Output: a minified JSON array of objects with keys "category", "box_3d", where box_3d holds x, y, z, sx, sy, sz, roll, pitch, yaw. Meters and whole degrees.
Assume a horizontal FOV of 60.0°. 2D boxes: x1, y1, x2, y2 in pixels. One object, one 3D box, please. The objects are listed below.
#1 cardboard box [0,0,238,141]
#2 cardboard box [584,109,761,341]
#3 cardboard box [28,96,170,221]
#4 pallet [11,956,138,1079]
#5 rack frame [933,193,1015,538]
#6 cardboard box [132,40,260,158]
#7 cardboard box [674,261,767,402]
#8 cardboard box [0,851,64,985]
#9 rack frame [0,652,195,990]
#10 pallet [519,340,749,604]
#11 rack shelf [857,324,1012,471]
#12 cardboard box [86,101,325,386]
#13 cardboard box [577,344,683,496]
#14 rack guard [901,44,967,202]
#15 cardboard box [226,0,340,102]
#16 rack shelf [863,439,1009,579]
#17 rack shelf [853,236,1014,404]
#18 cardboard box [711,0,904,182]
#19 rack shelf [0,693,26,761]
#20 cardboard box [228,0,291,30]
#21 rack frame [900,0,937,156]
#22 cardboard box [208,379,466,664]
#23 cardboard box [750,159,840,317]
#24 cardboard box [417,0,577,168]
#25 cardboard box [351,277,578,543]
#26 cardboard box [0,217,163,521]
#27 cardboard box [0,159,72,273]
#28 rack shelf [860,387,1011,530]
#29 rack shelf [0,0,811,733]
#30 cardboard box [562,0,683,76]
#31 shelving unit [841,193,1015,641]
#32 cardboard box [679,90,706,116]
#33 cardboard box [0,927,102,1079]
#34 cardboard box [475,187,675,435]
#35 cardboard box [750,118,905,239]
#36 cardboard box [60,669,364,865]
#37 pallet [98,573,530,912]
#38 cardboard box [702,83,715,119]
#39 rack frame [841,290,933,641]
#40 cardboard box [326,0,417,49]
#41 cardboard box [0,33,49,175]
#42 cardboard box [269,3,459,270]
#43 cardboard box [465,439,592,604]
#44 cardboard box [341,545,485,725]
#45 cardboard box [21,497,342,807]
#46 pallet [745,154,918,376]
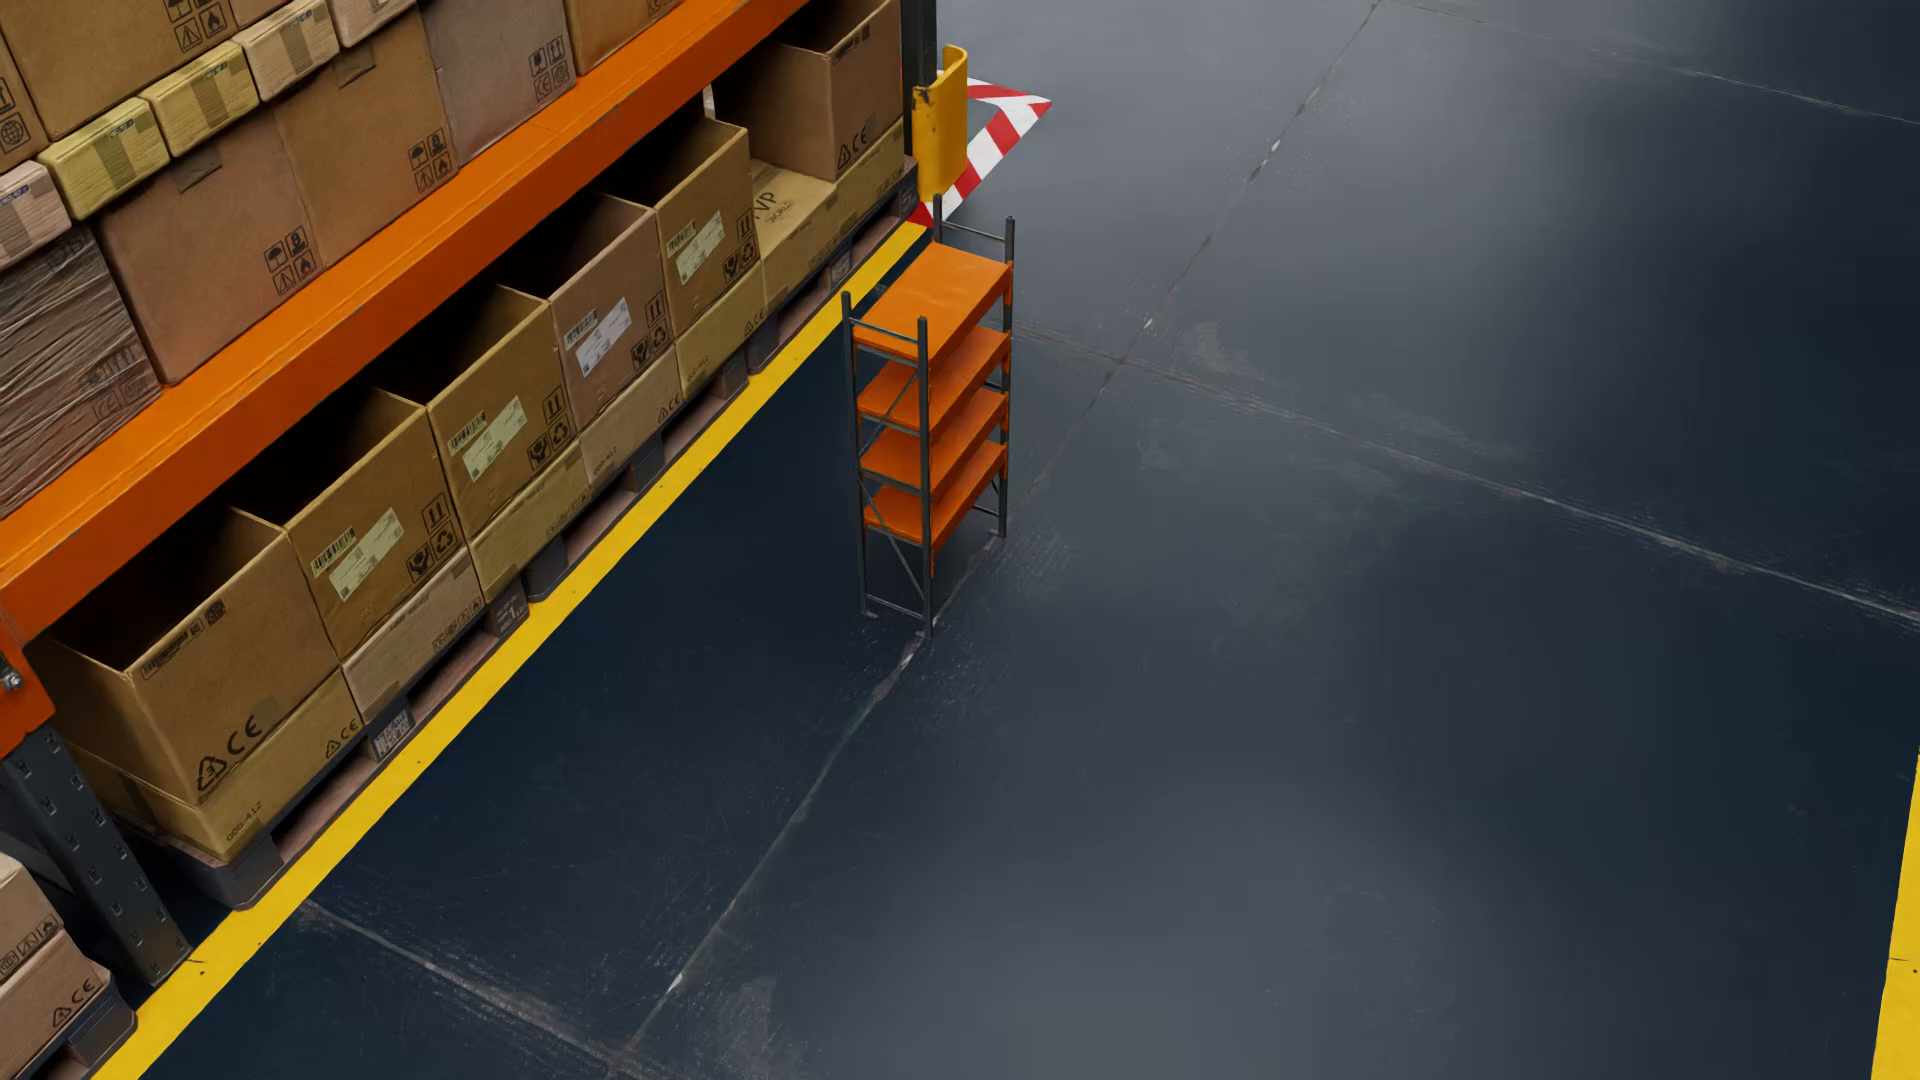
[{"category":"cardboard box","box_3d":[-1.980,-1.230,3.374,0.700,0.500,0.500,20,49,19]},{"category":"cardboard box","box_3d":[-0.994,-1.032,5.272,0.500,0.500,0.500,20,49,19]},{"category":"cardboard box","box_3d":[-1.883,-0.828,3.433,0.380,0.149,0.250,19,48,18]},{"category":"pallet","box_3d":[-2.722,1.319,3.798,1.003,0.211,1.213,20,49,19]},{"category":"rack frame","box_3d":[0.036,-0.471,4.872,0.240,1.200,0.015,20,49,19]},{"category":"cardboard box","box_3d":[-1.763,-0.994,3.597,0.380,0.149,0.250,20,49,19]},{"category":"cardboard box","box_3d":[-0.997,-0.769,5.539,0.500,0.250,0.500,20,49,19]},{"category":"cardboard box","box_3d":[-2.348,0.833,3.561,0.500,0.311,0.500,20,49,19]},{"category":"rack frame","box_3d":[-2.414,-0.138,3.278,1.000,3.000,0.127,20,49,19]},{"category":"pallet","box_3d":[-1.443,-0.417,5.513,1.003,0.211,1.213,20,49,19]},{"category":"rack shelf","box_3d":[-0.077,-0.427,4.609,0.258,0.148,0.480,20,49,19]},{"category":"cardboard box","box_3d":[-1.975,-0.790,3.851,0.700,0.500,0.500,20,49,19]},{"category":"cardboard box","box_3d":[-1.230,-0.455,5.229,0.500,0.250,0.500,20,49,19]},{"category":"rack guard","box_3d":[-0.546,-1.795,6.672,1.175,0.500,0.348,20,49,19]},{"category":"cardboard box","box_3d":[-1.645,-1.151,3.752,0.380,0.149,0.250,19,48,18]},{"category":"rack shelf","box_3d":[-0.077,-0.131,4.909,0.258,0.148,0.480,20,49,19]},{"category":"rack shelf","box_3d":[-0.077,-0.594,4.441,0.258,0.148,0.480,20,49,19]},{"category":"cardboard box","box_3d":[-0.543,-1.667,5.899,0.500,0.500,0.500,20,49,19]},{"category":"rack shelf","box_3d":[-3.343,1.374,2.288,1.077,0.370,4.000,20,49,19]},{"category":"cardboard box","box_3d":[-1.747,-1.545,3.686,0.700,0.500,0.500,20,49,19]},{"category":"rack frame","box_3d":[-0.557,-2.658,5.768,1.000,3.000,0.127,20,49,19]},{"category":"cardboard box","box_3d":[-1.696,-0.089,4.340,0.500,0.500,0.500,20,49,19]},{"category":"cardboard box","box_3d":[-0.766,-1.085,5.851,0.500,0.250,0.500,20,49,19]},{"category":"cardboard box","box_3d":[-1.502,-1.427,4.481,0.700,0.500,0.500,22,49,20]},{"category":"cardboard box","box_3d":[-1.457,-0.402,4.649,0.500,0.500,0.500,20,49,19]},{"category":"cardboard box","box_3d":[-2.214,-0.455,3.521,0.700,0.500,0.500,19,48,18]},{"category":"cardboard box","box_3d":[-2.002,-0.665,3.272,0.380,0.149,0.250,21,49,20]},{"category":"rack shelf","box_3d":[-0.077,-0.270,4.768,0.258,0.148,0.480,20,49,19]},{"category":"rack shelf","box_3d":[-1.486,-1.145,4.779,1.077,0.370,4.000,20,49,19]},{"category":"cardboard box","box_3d":[-1.261,-1.760,4.810,0.700,0.500,0.500,21,49,19]},{"category":"shelving unit","box_3d":[-0.077,-0.317,4.720,0.258,1.200,0.503,20,49,19]},{"category":"cardboard box","box_3d":[-1.234,-1.523,5.757,0.500,0.500,0.500,20,49,19]},{"category":"cardboard box","box_3d":[-2.350,1.037,3.754,0.500,0.250,0.500,20,49,19]},{"category":"cardboard box","box_3d":[-1.227,-0.718,4.961,0.500,0.500,0.500,20,49,19]},{"category":"cardboard box","box_3d":[-0.545,-1.404,6.167,0.500,0.250,0.500,20,49,19]},{"category":"cardboard box","box_3d":[-1.930,0.488,4.296,0.500,0.250,0.500,20,49,19]},{"category":"pallet","box_3d":[-2.008,0.355,4.751,1.003,0.211,1.213,20,49,19]},{"category":"cardboard box","box_3d":[-1.003,-1.575,6.336,0.500,0.250,0.500,20,49,19]},{"category":"rack frame","box_3d":[-0.190,-0.164,4.568,0.240,1.200,0.015,20,49,19]},{"category":"cardboard box","box_3d":[-1.523,-1.320,3.919,0.380,0.149,0.250,19,48,18]},{"category":"cardboard box","box_3d":[-2.214,-0.911,3.059,0.700,0.500,0.500,21,49,19]},{"category":"cardboard box","box_3d":[-1.738,-1.104,4.162,0.700,0.500,0.500,21,49,20]},{"category":"cardboard box","box_3d":[-1.457,-0.138,4.915,0.500,0.250,0.500,20,49,19]},{"category":"cardboard box","box_3d":[-1.694,0.175,4.606,0.500,0.250,0.500,20,49,19]},{"category":"cardboard box","box_3d":[-1.922,0.228,4.026,0.500,0.500,0.500,20,49,19]},{"category":"pallet","box_3d":[-0.875,-1.183,6.270,1.003,0.211,1.213,20,49,19]}]
